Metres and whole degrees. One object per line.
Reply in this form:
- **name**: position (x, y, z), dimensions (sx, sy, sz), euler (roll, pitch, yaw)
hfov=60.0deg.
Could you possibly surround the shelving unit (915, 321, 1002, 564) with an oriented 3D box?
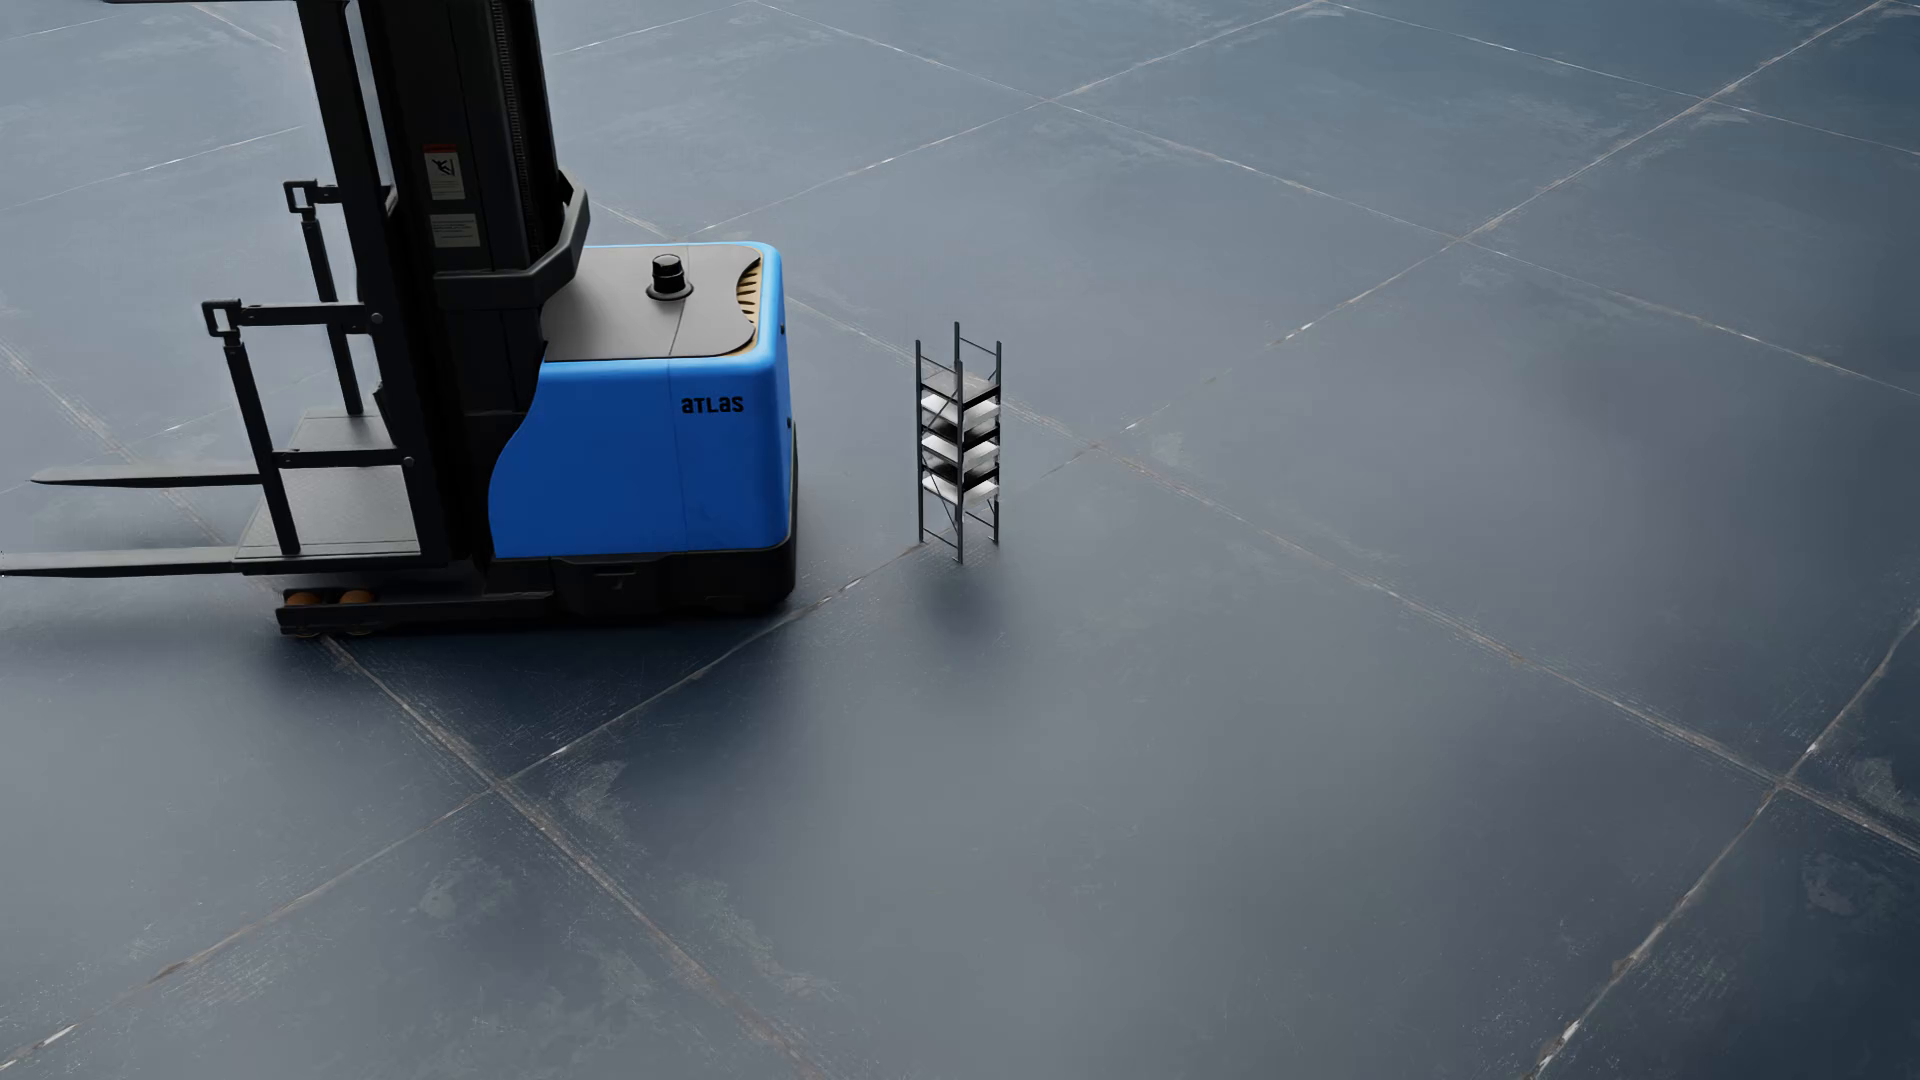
- **shelving unit**: position (-0.006, -0.366, 6.388), dimensions (0.258, 0.900, 0.210), euler (30, 45, 35)

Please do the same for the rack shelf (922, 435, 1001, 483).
- **rack shelf**: position (-0.006, -0.338, 6.407), dimensions (0.258, 0.077, 0.200), euler (30, 45, 35)

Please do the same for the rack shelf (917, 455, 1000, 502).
- **rack shelf**: position (-0.006, -0.265, 6.458), dimensions (0.258, 0.077, 0.200), euler (30, 45, 35)

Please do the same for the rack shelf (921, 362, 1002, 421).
- **rack shelf**: position (-0.006, -0.560, 6.252), dimensions (0.258, 0.077, 0.200), euler (30, 45, 35)

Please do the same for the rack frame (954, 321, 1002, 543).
- **rack frame**: position (0.066, -0.407, 6.447), dimensions (0.240, 0.900, 0.006), euler (30, 45, 35)

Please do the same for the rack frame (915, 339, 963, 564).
- **rack frame**: position (-0.077, -0.325, 6.329), dimensions (0.240, 0.900, 0.006), euler (30, 45, 35)

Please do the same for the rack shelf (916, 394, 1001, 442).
- **rack shelf**: position (-0.006, -0.486, 6.304), dimensions (0.258, 0.077, 0.200), euler (30, 45, 35)

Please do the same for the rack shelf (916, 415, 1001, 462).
- **rack shelf**: position (-0.006, -0.412, 6.355), dimensions (0.258, 0.077, 0.200), euler (30, 45, 35)

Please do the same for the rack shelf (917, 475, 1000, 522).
- **rack shelf**: position (-0.006, -0.191, 6.510), dimensions (0.258, 0.077, 0.200), euler (30, 45, 35)

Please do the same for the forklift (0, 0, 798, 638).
- **forklift**: position (-2.163, -1.156, 5.745), dimensions (3.031, 2.935, 1.130), euler (-2, 35, -3)
